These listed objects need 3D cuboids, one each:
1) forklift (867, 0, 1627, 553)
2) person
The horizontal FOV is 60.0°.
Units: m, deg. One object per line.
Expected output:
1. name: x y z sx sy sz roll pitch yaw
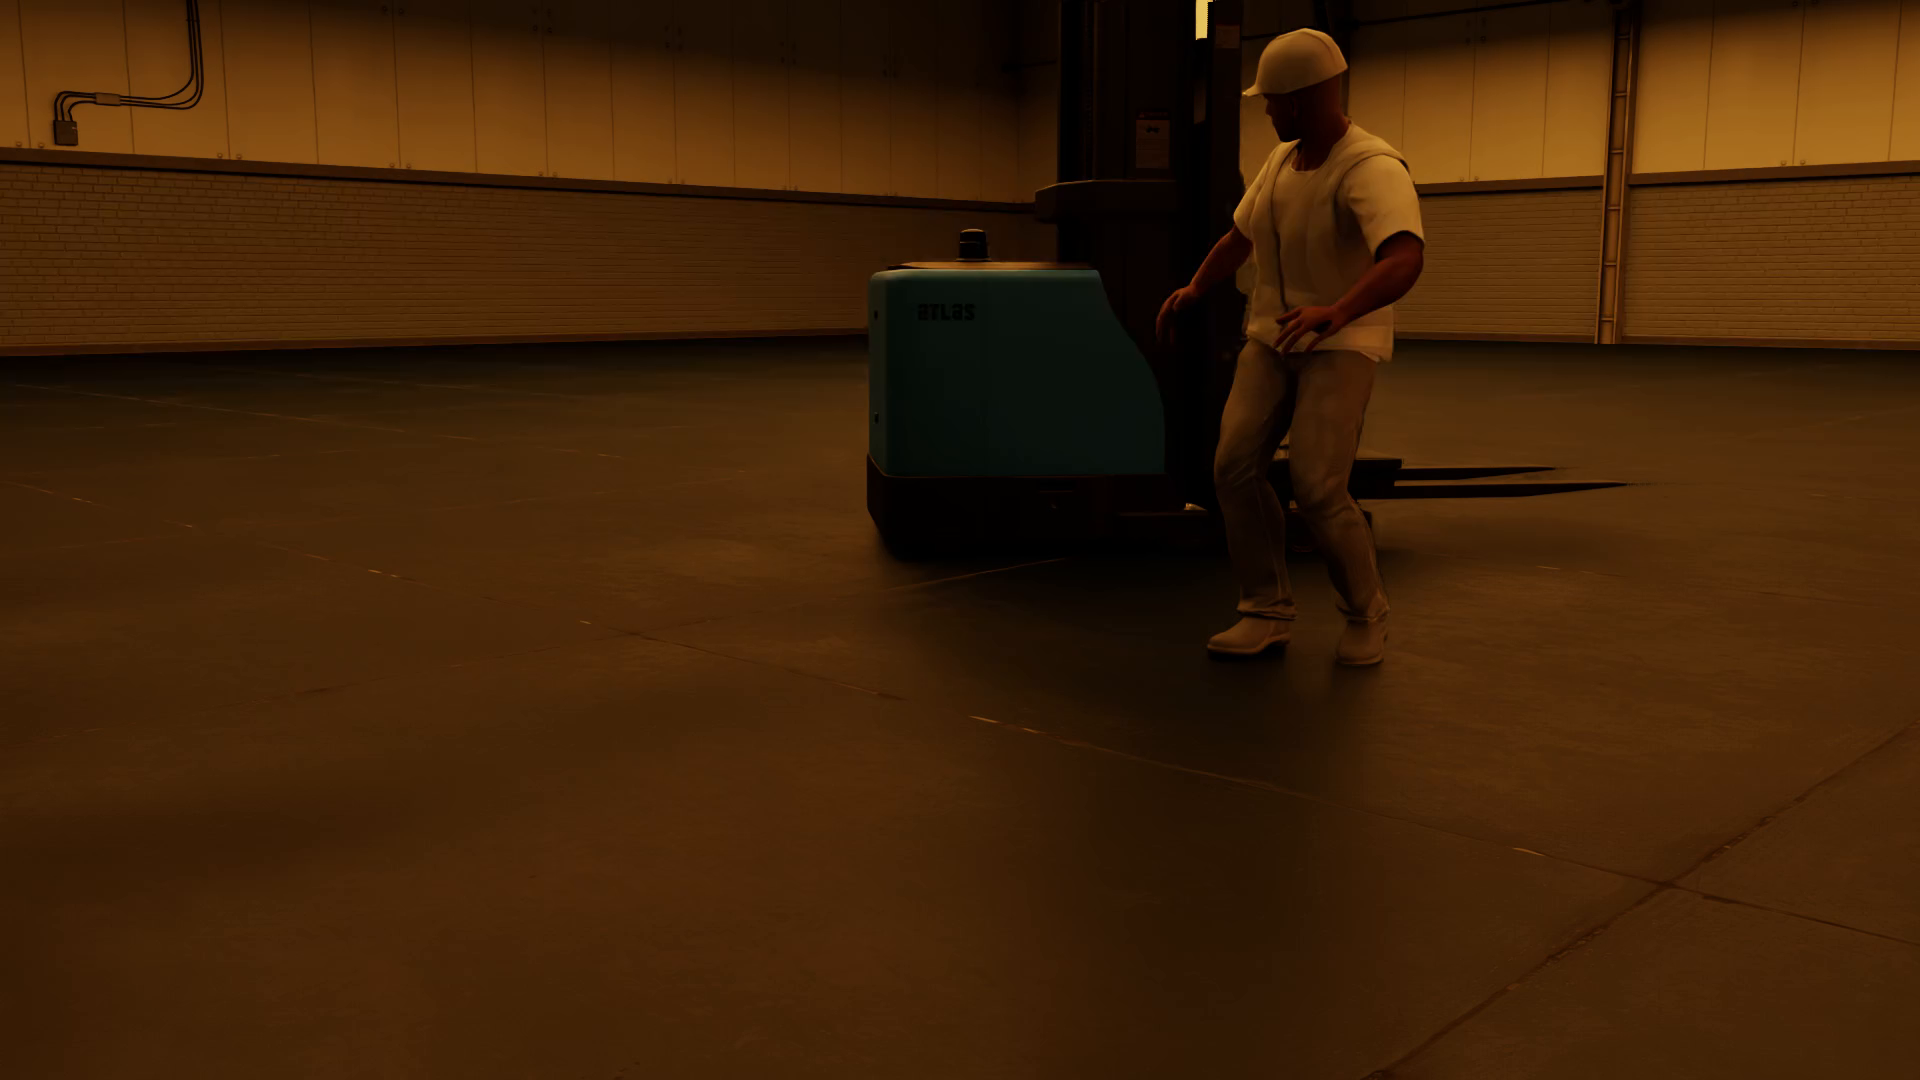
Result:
1. forklift: 1.160 -1.477 6.682 3.031 2.935 1.130 -1 9 -7
2. person: 0.877 -0.505 4.494 0.707 1.693 0.832 -7 11 -39
